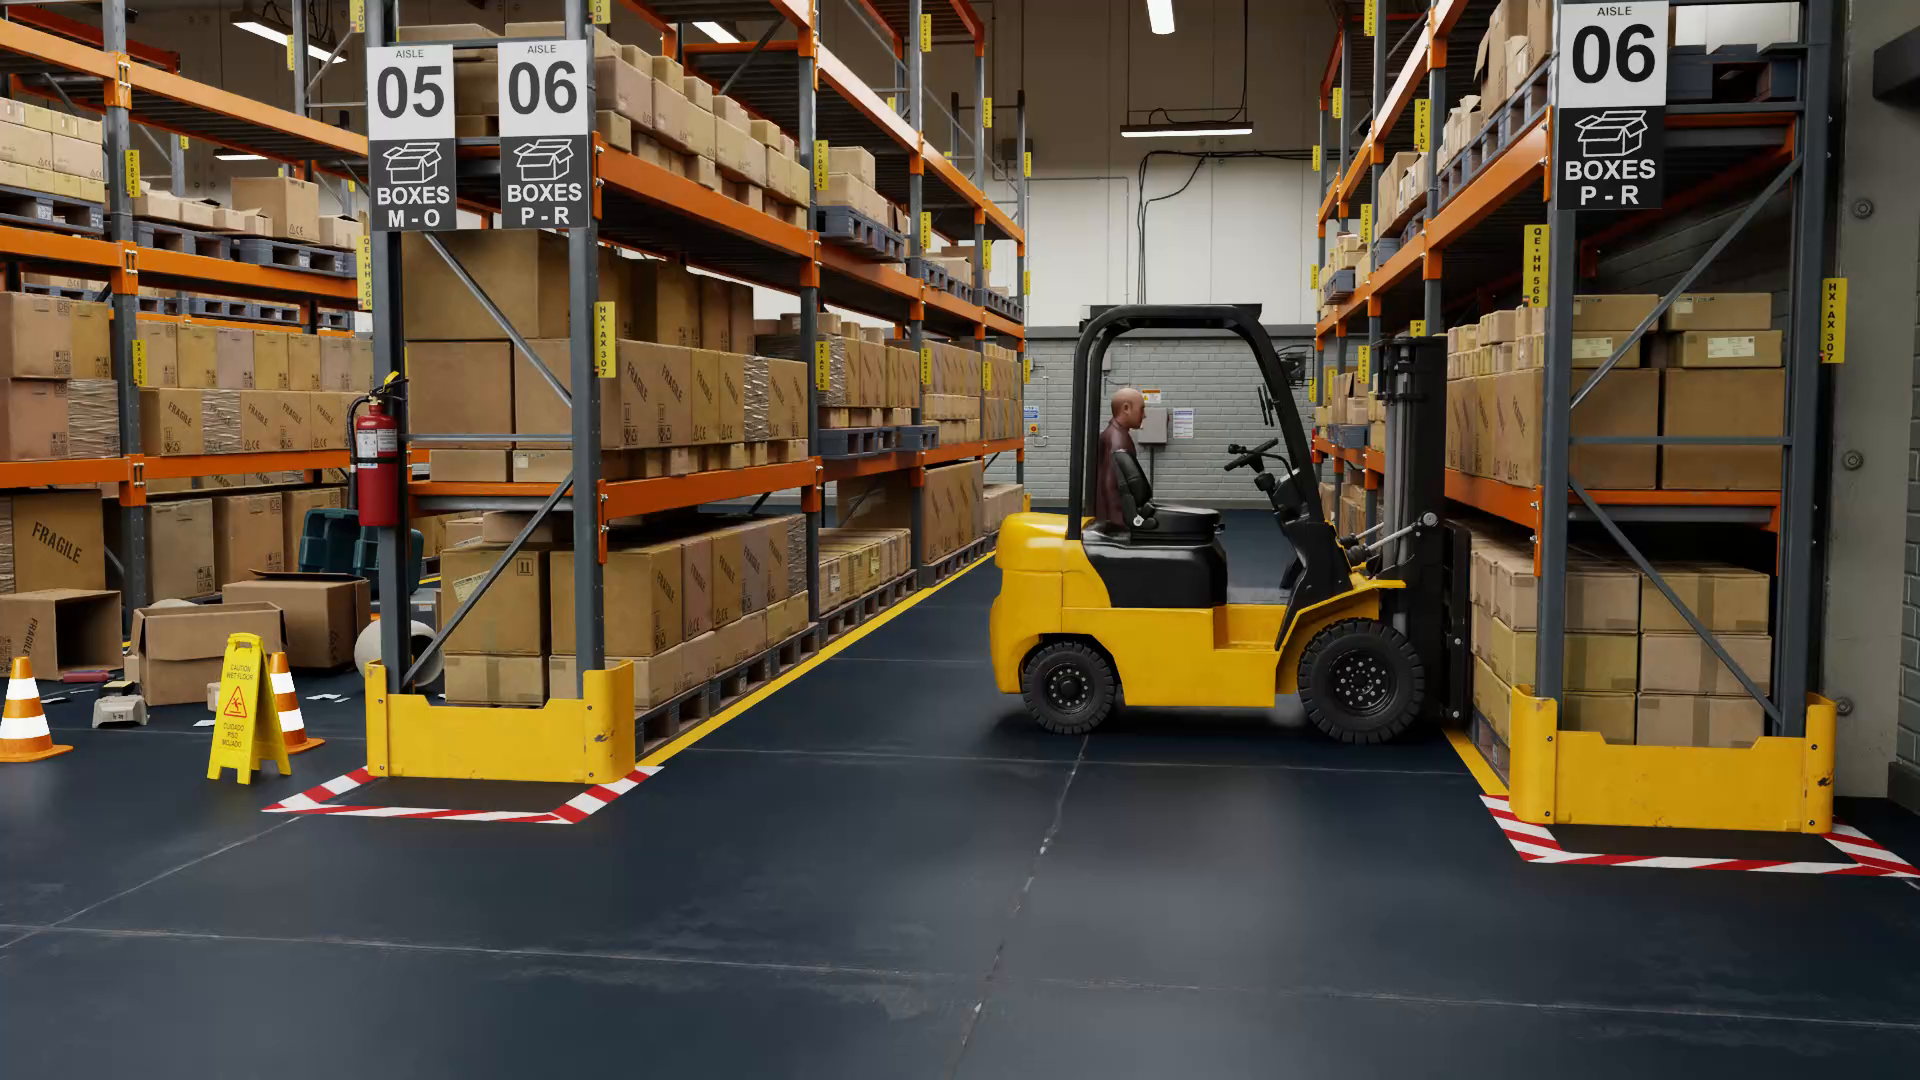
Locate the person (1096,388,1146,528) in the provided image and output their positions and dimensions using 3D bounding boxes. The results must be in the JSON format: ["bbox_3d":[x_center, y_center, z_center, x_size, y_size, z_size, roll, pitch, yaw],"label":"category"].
[{"bbox_3d":[0.997,-0.063,10.417,0.429,1.772,0.644,0,4,5],"label":"person"}]
